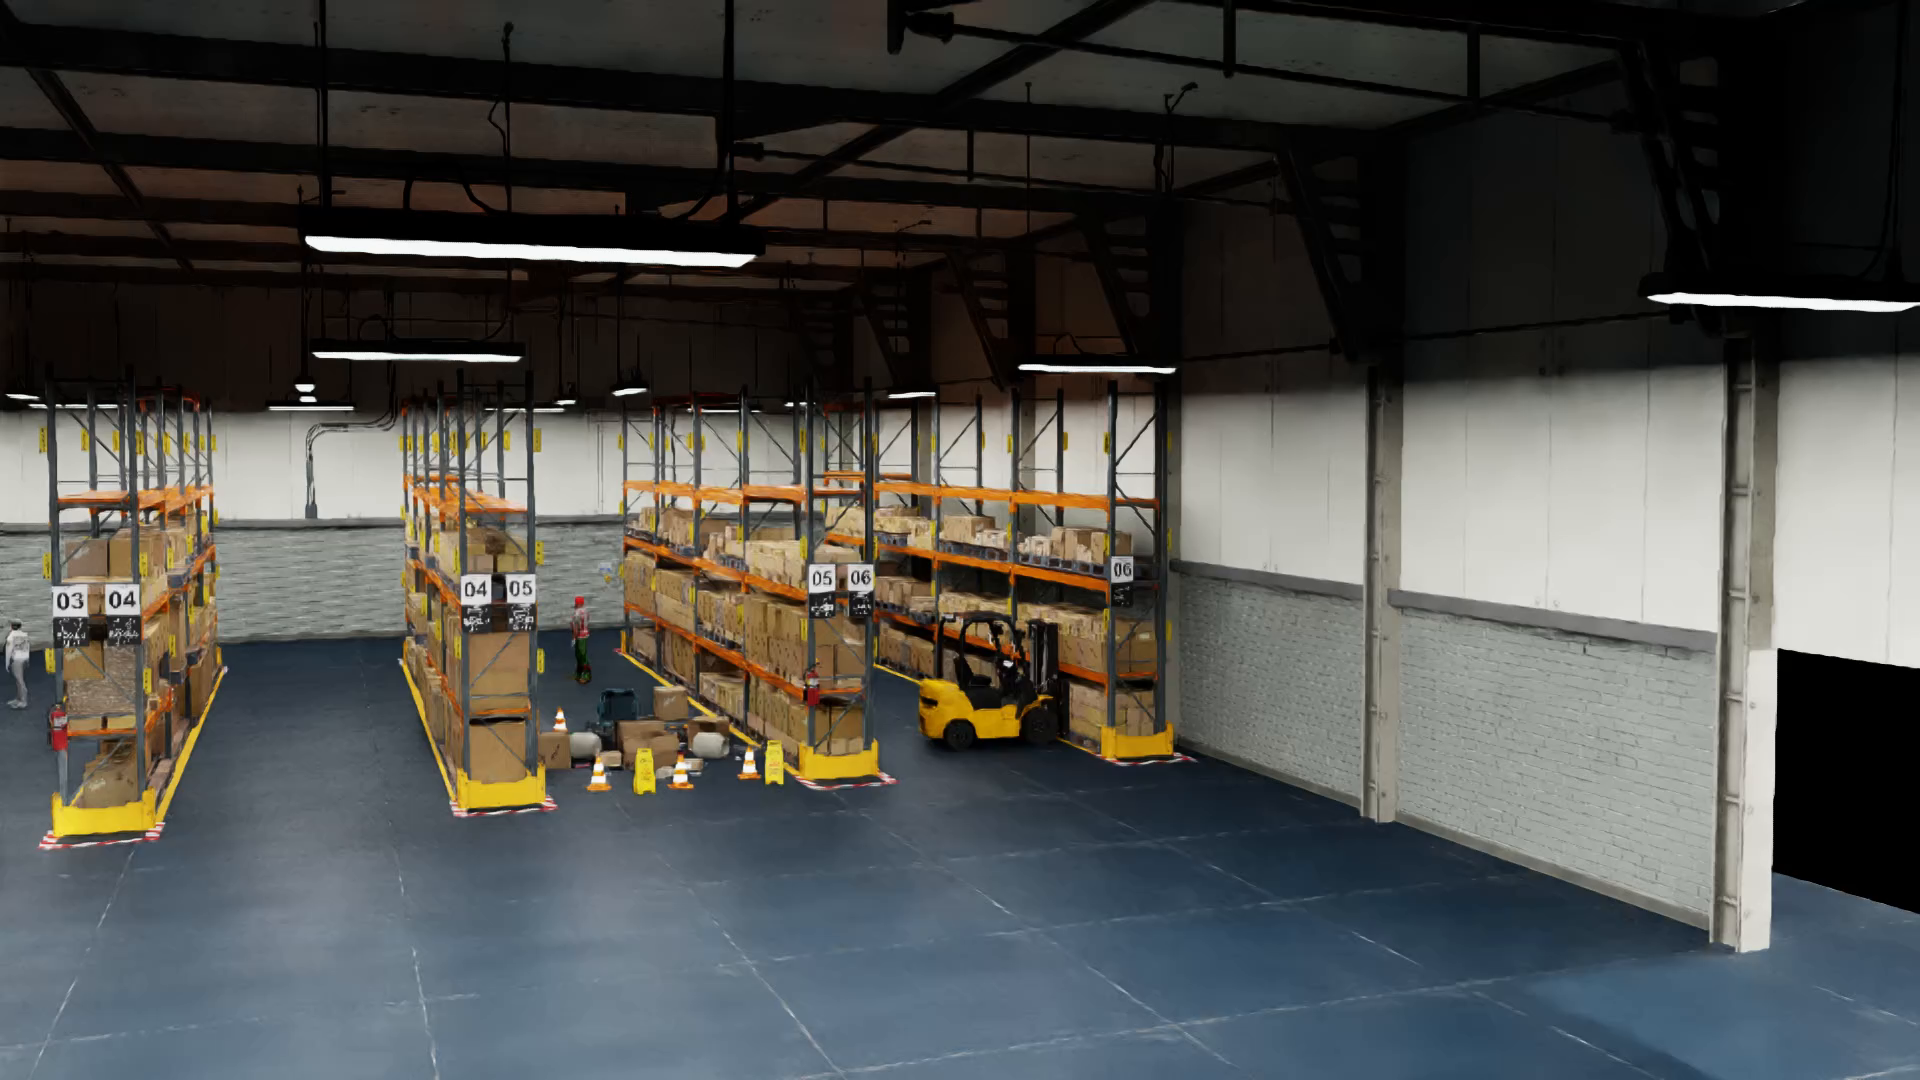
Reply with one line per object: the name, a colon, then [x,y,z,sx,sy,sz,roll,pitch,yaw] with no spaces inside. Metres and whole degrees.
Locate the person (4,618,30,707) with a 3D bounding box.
person: [-17.896,2.311,31.539,0.543,1.664,0.580,0,3,5]

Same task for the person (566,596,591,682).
person: [-7.990,2.061,34.815,0.583,1.786,0.658,0,3,1]
